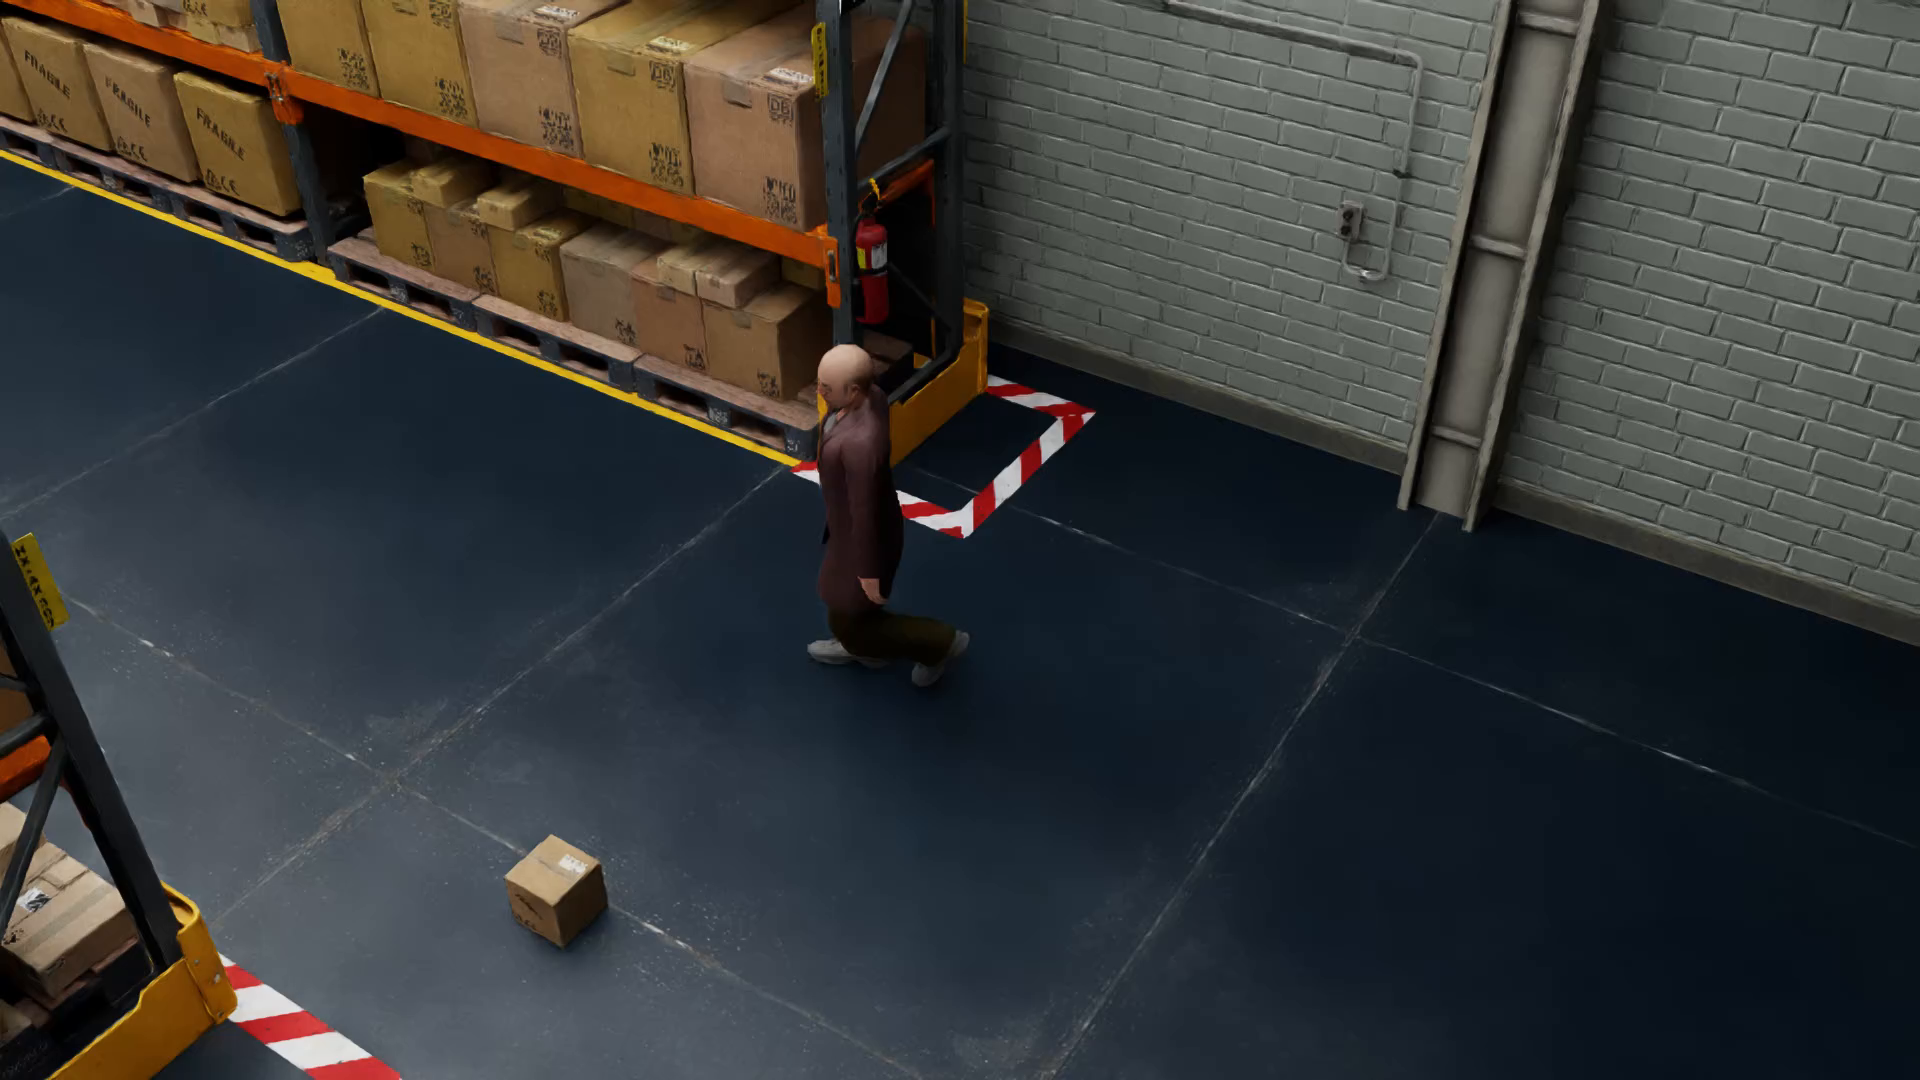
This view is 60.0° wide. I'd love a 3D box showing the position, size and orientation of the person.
[{"bbox_3d":[-0.305,-0.045,6.744,0.657,1.763,0.692,-7,38,-9],"label":"person"}]
